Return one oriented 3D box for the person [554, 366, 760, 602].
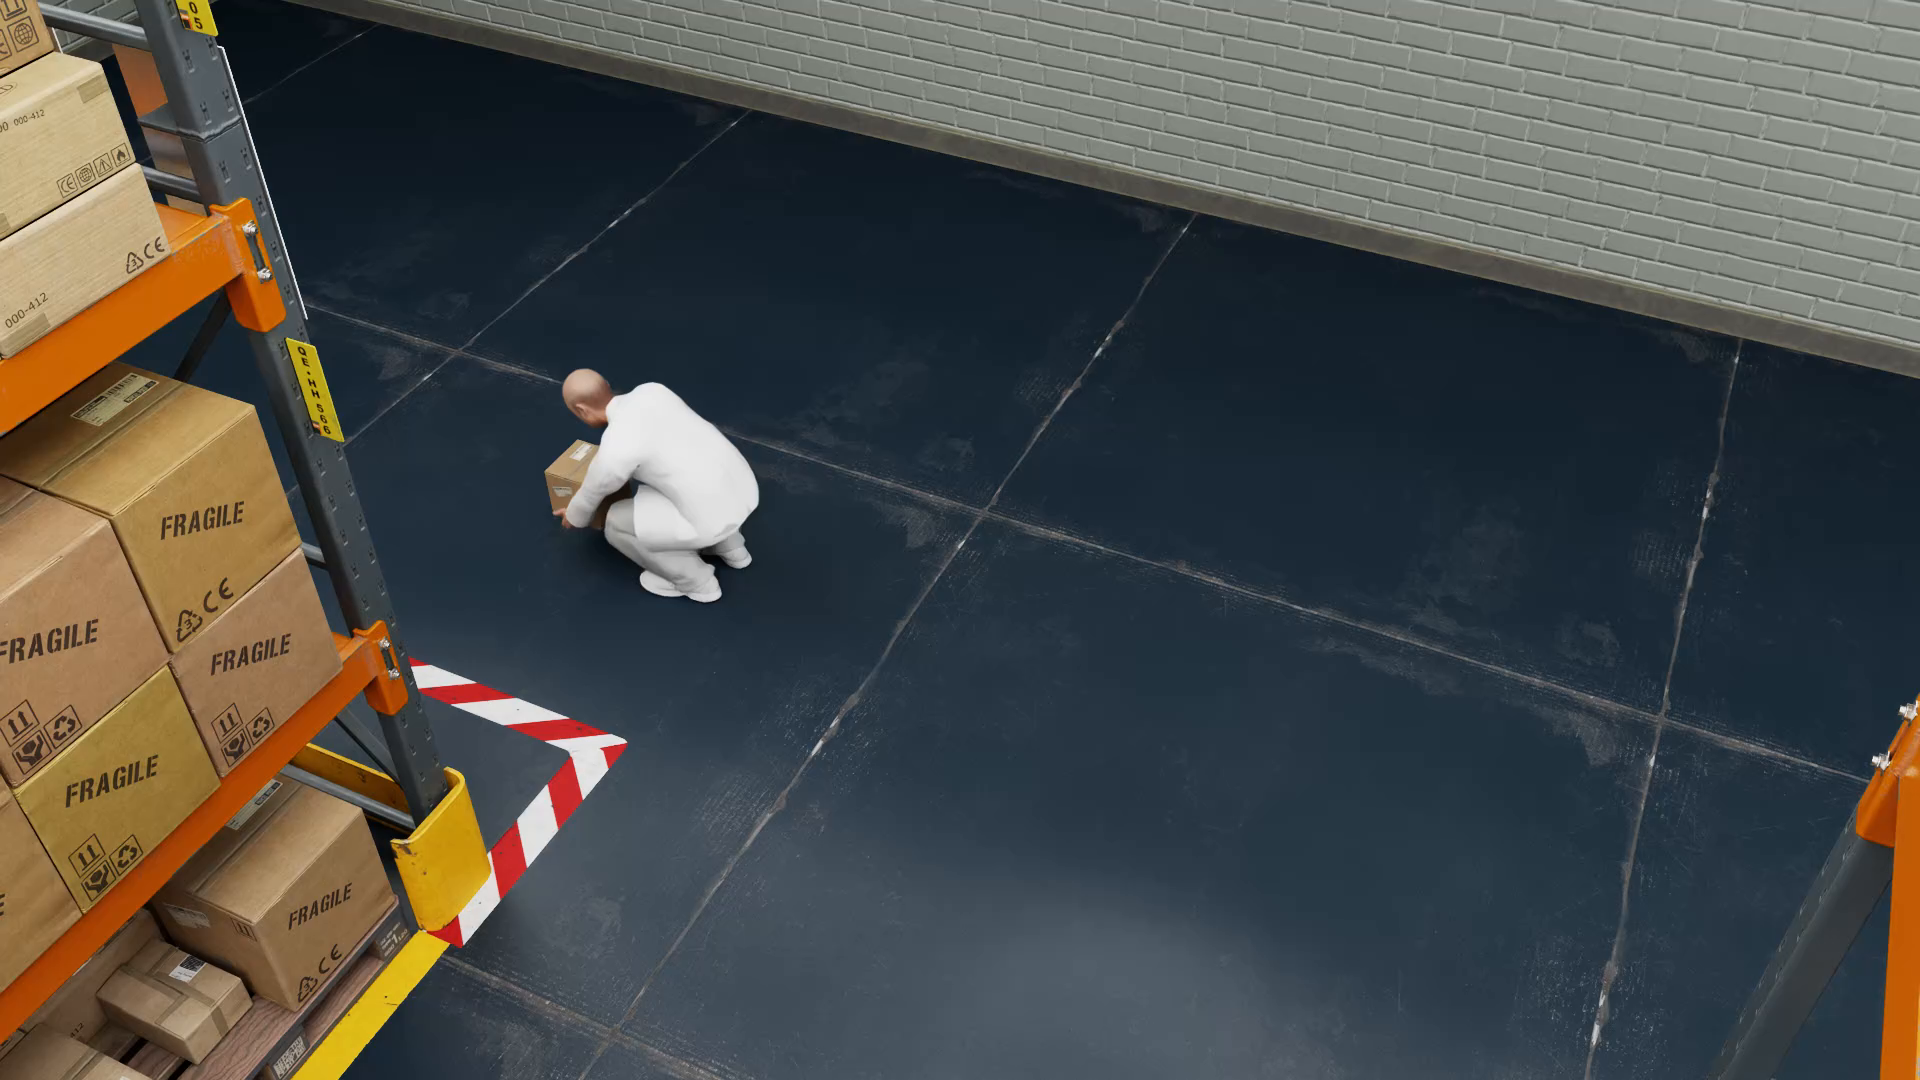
[{"bbox_3d":[-1.299,-0.278,7.076,0.933,1.003,0.579,16,44,18],"label":"person"}]
